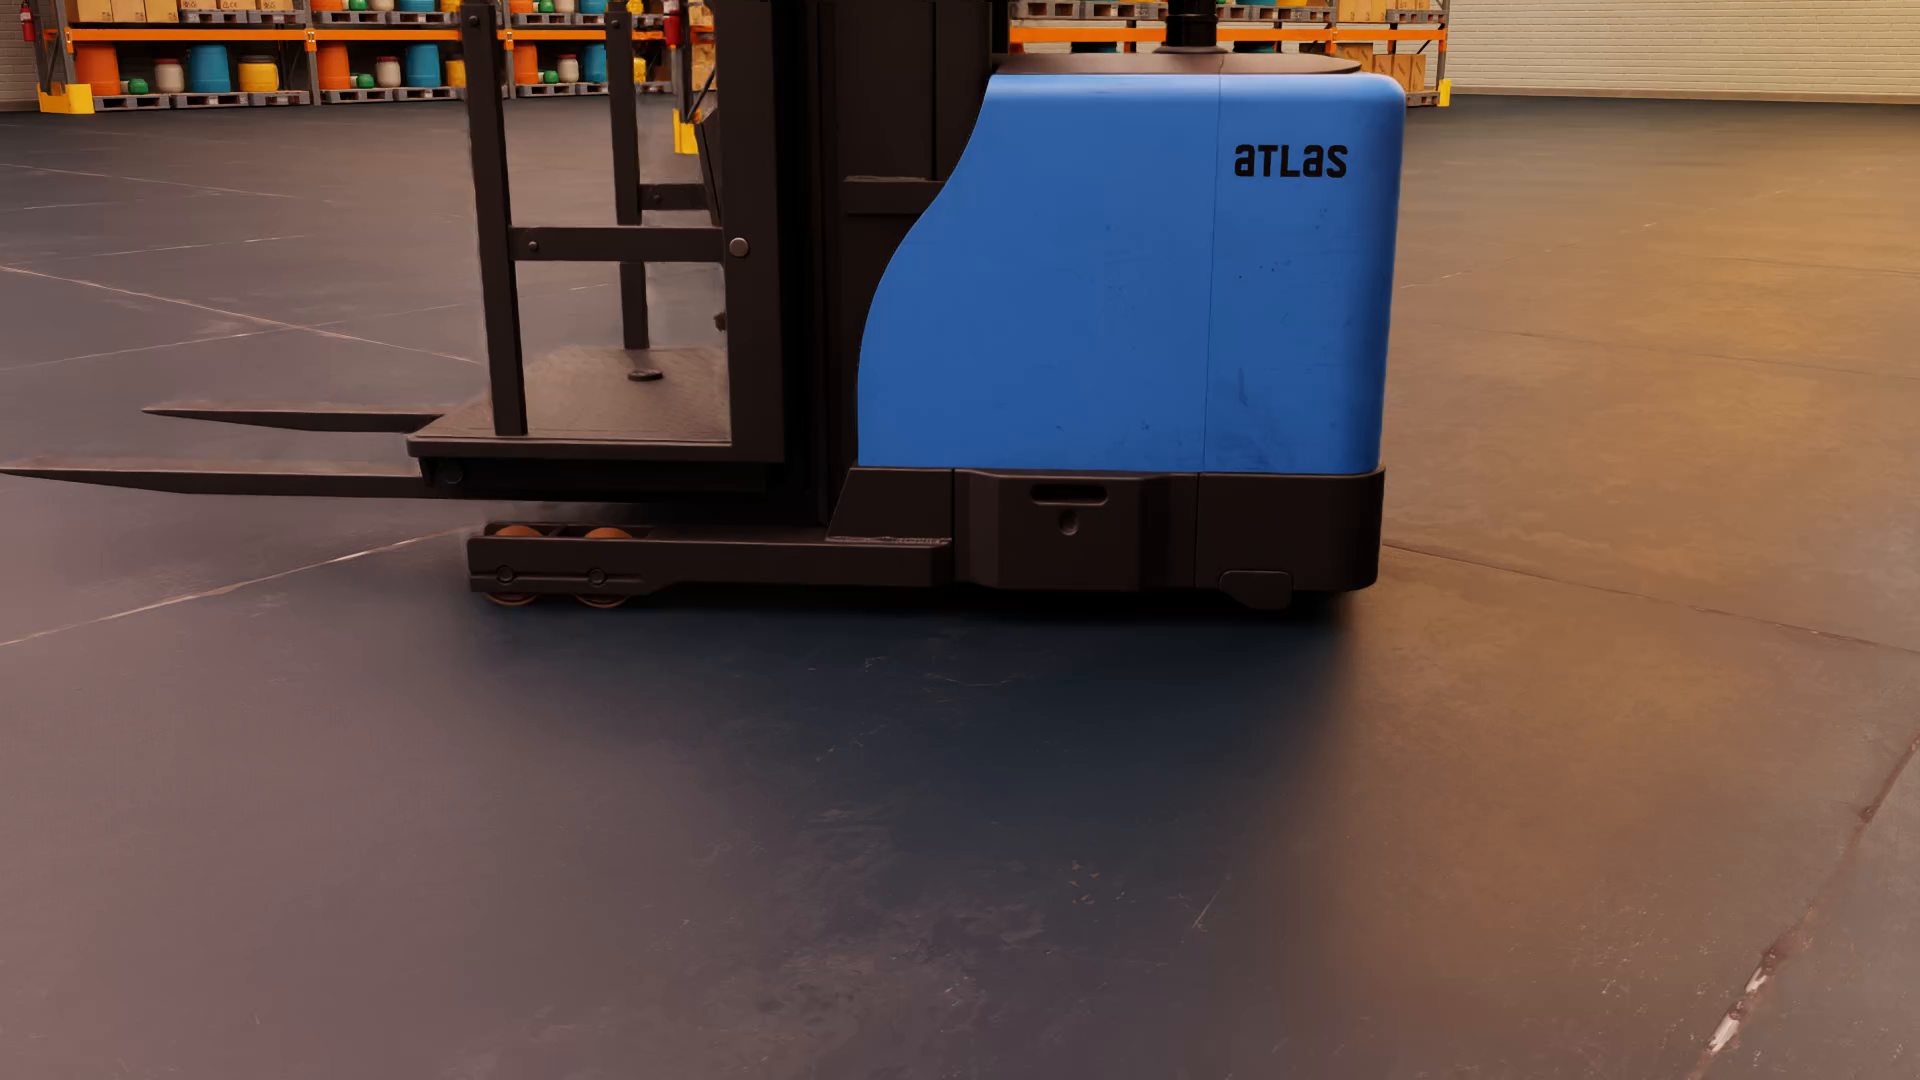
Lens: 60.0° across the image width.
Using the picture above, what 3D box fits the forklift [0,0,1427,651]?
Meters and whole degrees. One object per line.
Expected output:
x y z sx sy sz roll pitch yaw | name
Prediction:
-0.604 -1.355 3.361 3.031 2.935 1.130 -4 17 -13 | forklift
